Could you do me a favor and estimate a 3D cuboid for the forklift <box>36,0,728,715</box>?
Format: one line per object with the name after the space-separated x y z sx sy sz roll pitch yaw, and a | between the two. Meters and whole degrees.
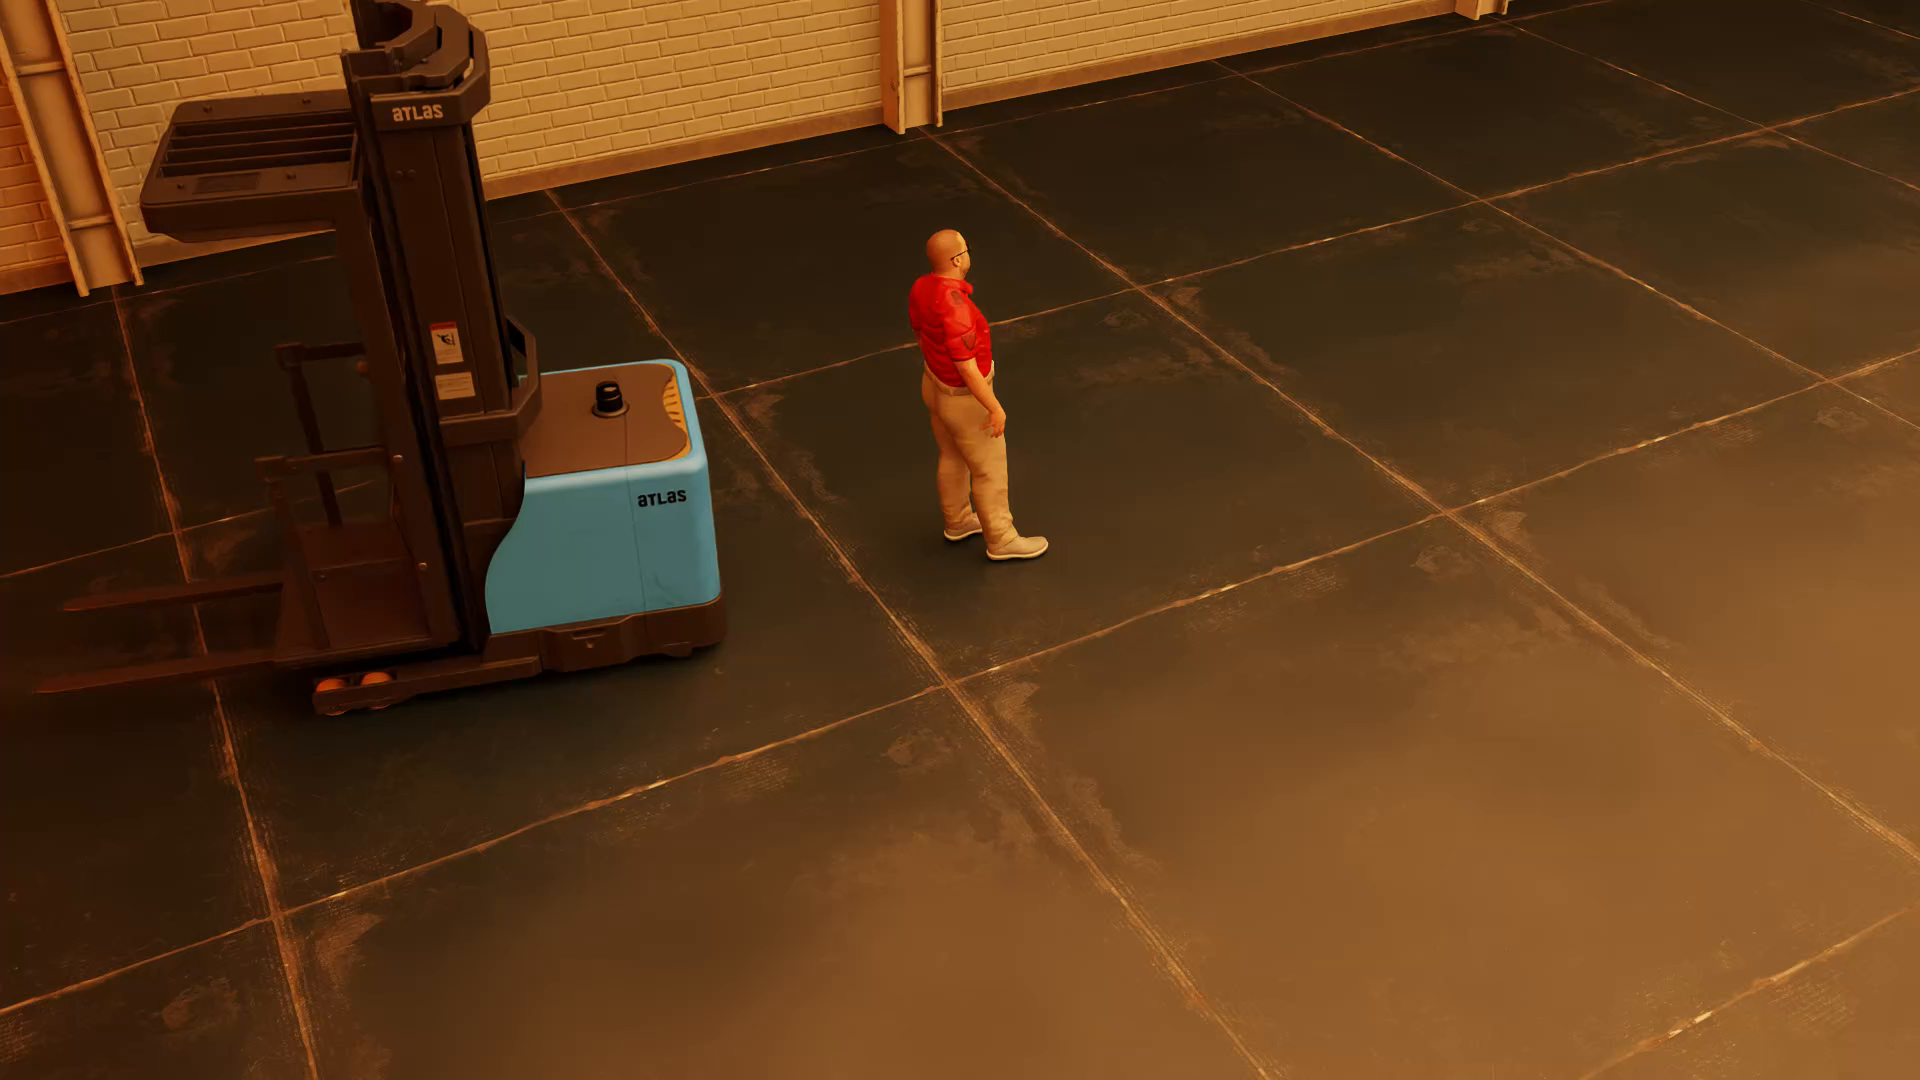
-2.681 -0.739 7.168 3.031 2.935 1.130 -8 36 -11 | forklift

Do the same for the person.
0.085 -0.730 8.185 0.551 1.727 0.640 -17 39 -23 | person
